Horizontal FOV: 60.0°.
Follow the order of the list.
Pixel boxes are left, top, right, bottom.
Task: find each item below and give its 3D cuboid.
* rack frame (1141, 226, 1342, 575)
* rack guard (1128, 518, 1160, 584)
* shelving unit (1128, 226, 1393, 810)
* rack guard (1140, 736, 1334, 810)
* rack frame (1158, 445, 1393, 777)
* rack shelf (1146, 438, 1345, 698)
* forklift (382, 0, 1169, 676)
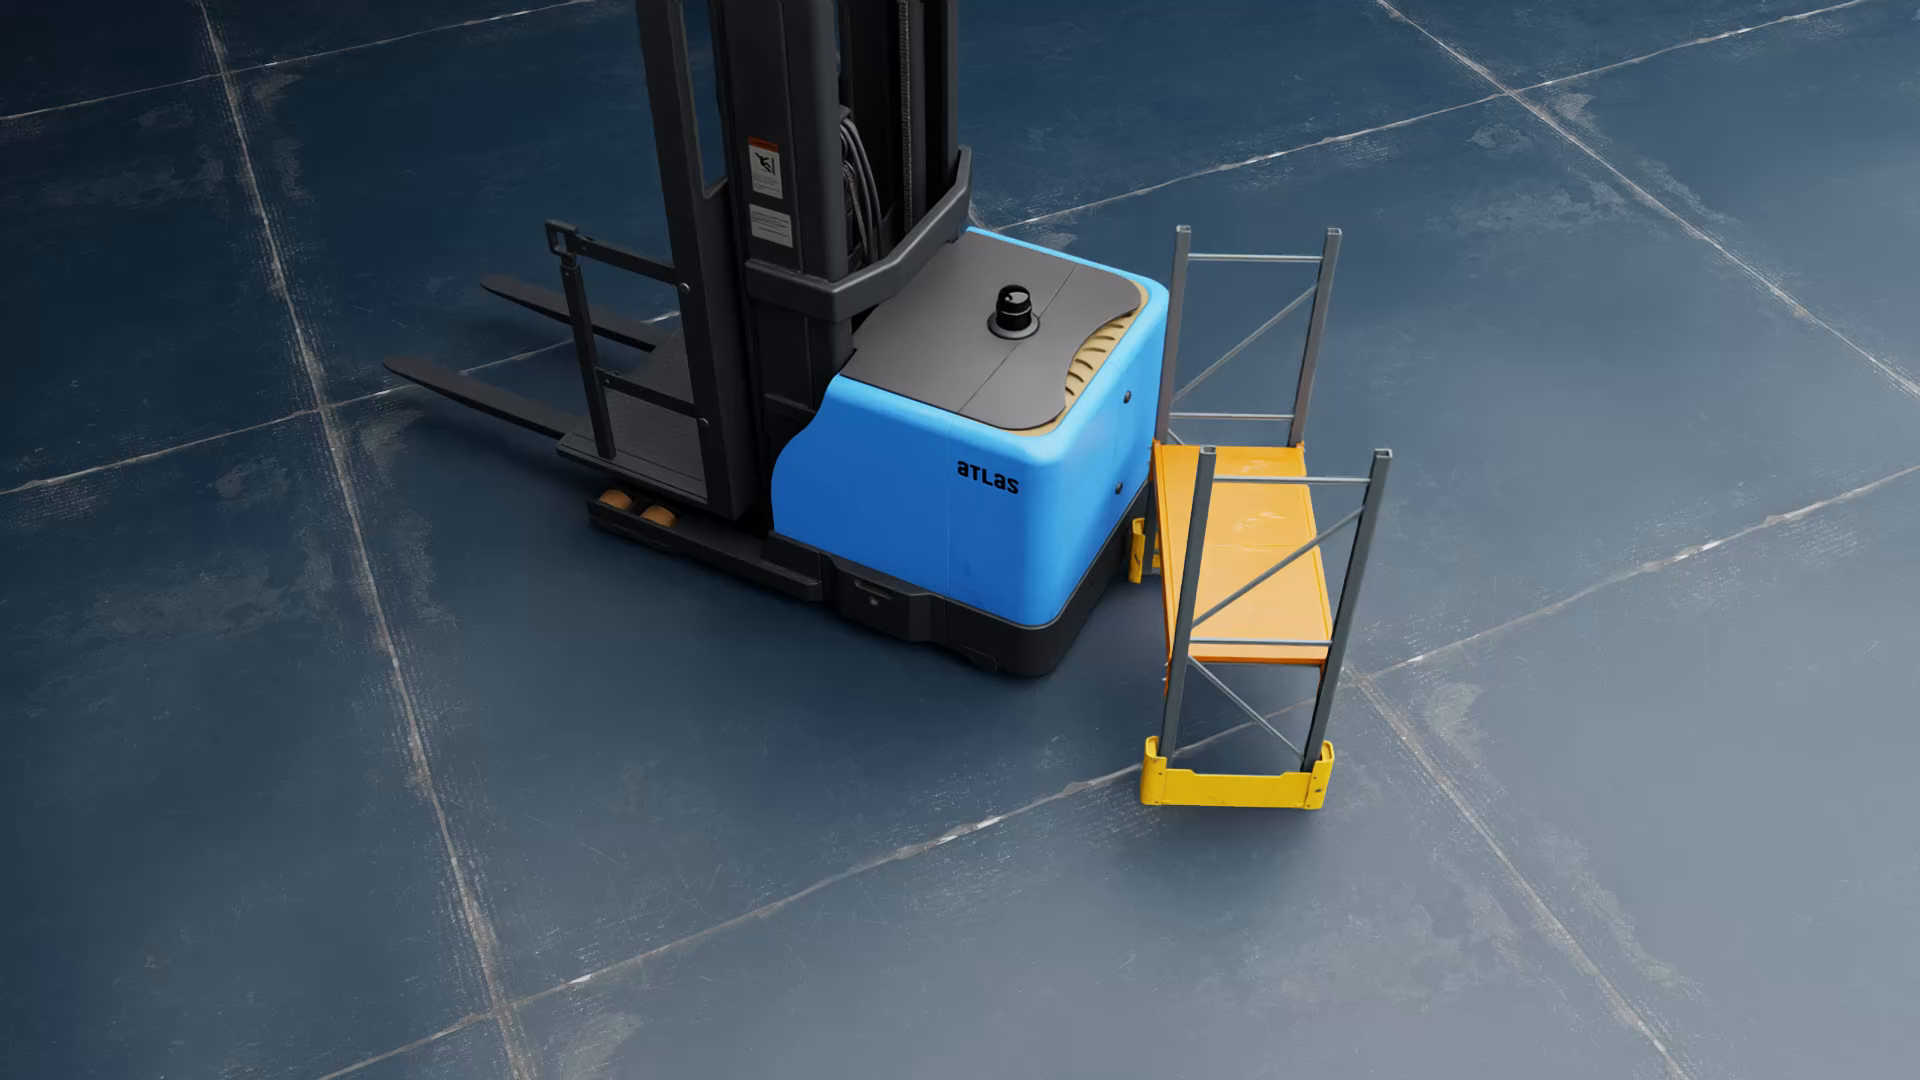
[{"bbox_3d":[0.912,-0.412,5.600,0.500,1.500,0.032,1,45,1],"label":"rack frame"},{"bbox_3d":[0.912,0.046,6.025,0.587,0.250,0.087,1,45,1],"label":"rack guard"},{"bbox_3d":[0.895,-0.049,5.232,0.587,1.500,1.083,1,45,1],"label":"shelving unit"},{"bbox_3d":[0.879,0.746,5.316,0.587,0.250,0.087,1,45,1],"label":"rack guard"},{"bbox_3d":[0.879,0.302,4.877,0.500,1.500,0.032,1,45,1],"label":"rack frame"},{"bbox_3d":[0.896,0.073,5.365,0.538,0.185,1.000,1,45,1],"label":"rack shelf"},{"bbox_3d":[-0.819,-1.316,5.497,3.031,2.935,1.130,20,48,19],"label":"forklift"}]
